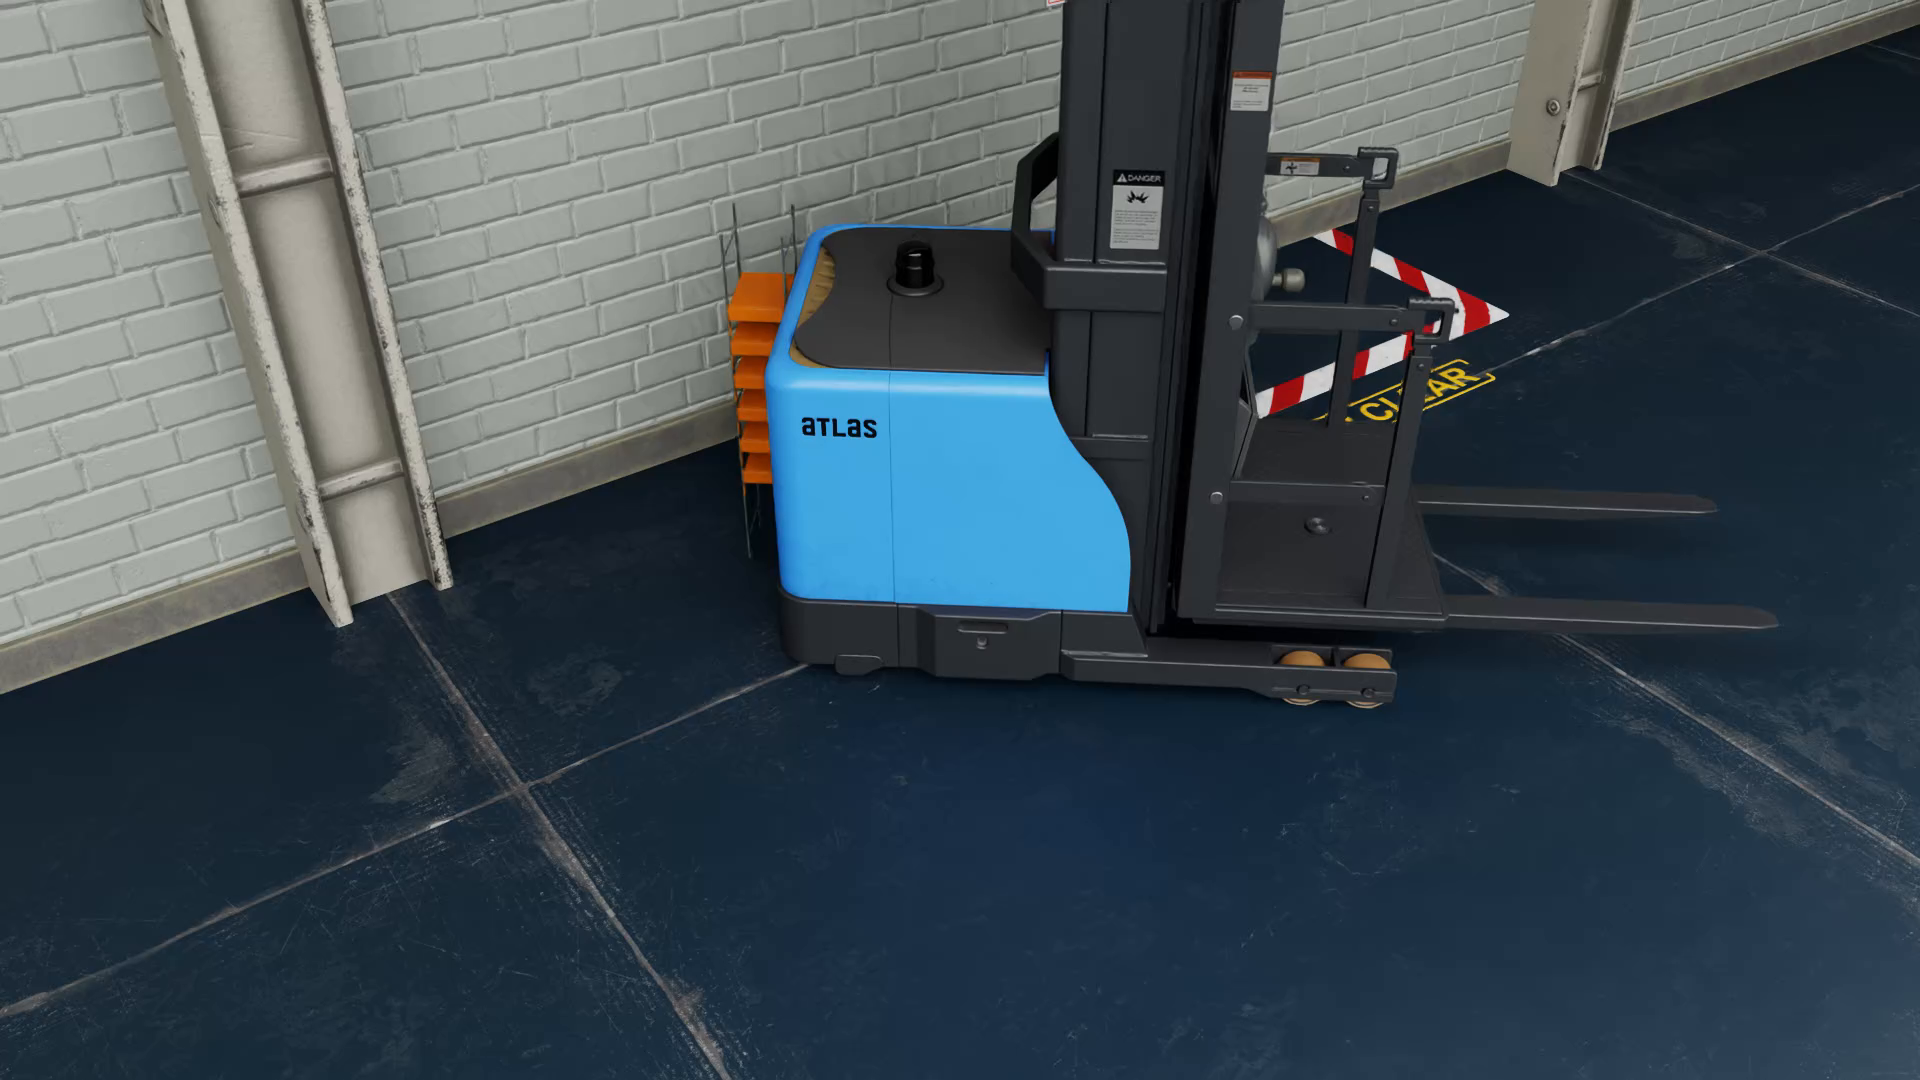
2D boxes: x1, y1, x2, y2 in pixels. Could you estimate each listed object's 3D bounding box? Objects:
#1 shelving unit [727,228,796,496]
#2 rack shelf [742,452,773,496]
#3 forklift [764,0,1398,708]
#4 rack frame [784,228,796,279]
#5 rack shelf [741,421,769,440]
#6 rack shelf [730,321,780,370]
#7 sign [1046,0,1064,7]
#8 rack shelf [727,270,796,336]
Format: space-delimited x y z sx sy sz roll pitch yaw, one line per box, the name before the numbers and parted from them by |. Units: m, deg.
shelving unit | -0.614 -0.486 5.398 0.183 1.046 0.258 2 36 3
rack shelf | -0.616 -0.255 5.564 0.180 0.103 0.258 2 36 3
forklift | 0.982 -1.003 4.635 3.031 2.935 1.130 2 36 3
rack frame | -0.524 -0.482 5.393 0.002 1.046 0.228 2 36 3
rack shelf | -0.616 -0.375 5.478 0.171 0.034 0.221 2 36 3
rack shelf | -0.616 -0.645 5.284 0.180 0.103 0.258 2 36 3
sign | 10.361 -2.162 6.103 16.451 0.391 11.513 -22 41 -28
rack shelf | -0.616 -0.742 5.214 0.180 0.103 0.258 2 36 3
